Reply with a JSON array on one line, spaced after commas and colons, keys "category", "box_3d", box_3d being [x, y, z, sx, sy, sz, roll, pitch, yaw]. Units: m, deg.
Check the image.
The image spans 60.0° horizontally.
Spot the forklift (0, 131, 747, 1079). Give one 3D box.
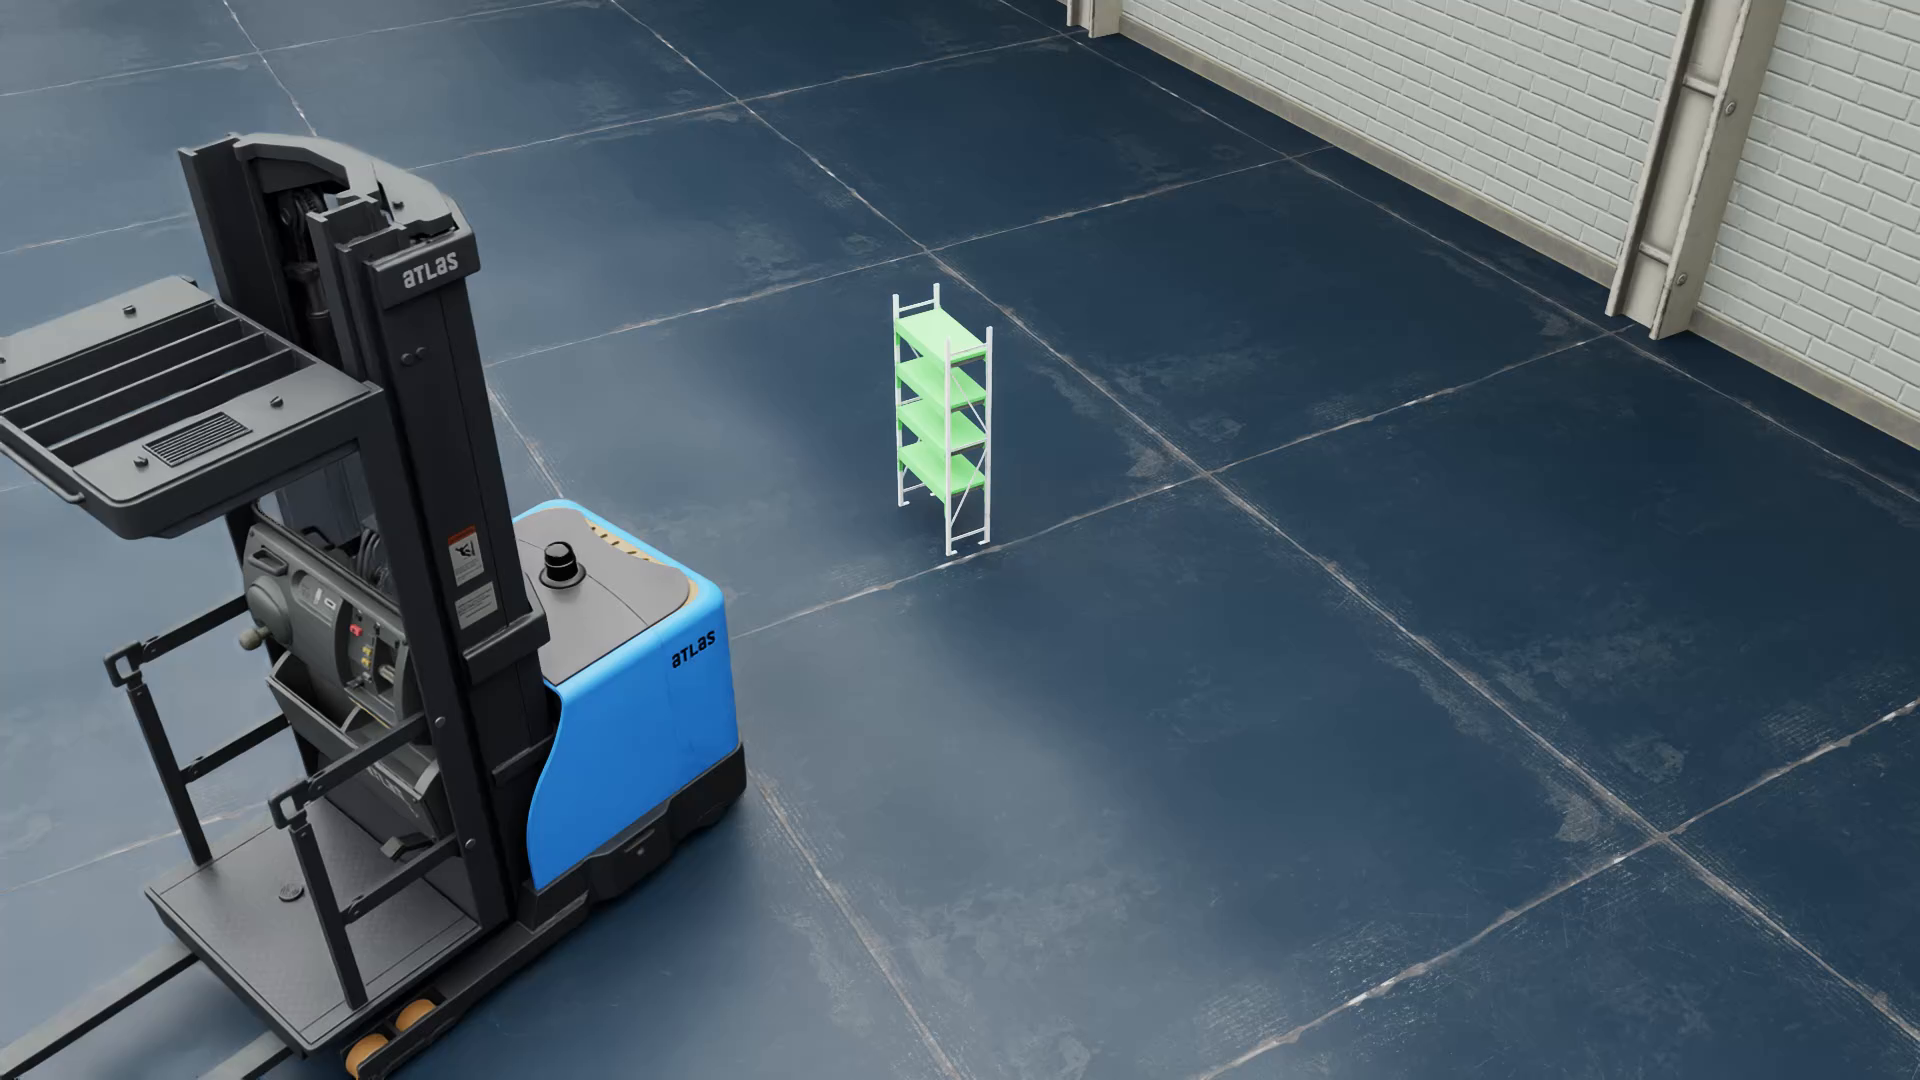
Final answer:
[{"category": "forklift", "box_3d": [-2.205, 0.340, 5.299, 1.130, 2.935, 3.031, 27, 44, 32]}]

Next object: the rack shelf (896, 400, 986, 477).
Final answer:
[{"category": "rack shelf", "box_3d": [-0.083, -0.517, 8.049, 0.258, 0.148, 0.480, -19, 40, -24]}]

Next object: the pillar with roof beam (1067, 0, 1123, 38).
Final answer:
[{"category": "pillar with roof beam", "box_3d": [-2.573, -6.749, 9.861, 9.100, 9.000, 0.400, -19, 40, -24]}]

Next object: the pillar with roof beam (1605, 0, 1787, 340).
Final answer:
[{"category": "pillar with roof beam", "box_3d": [0.441, -3.689, 5.671, 9.100, 9.000, 0.400, -19, 40, -24]}]

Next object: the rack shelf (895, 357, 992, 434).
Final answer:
[{"category": "rack shelf", "box_3d": [-0.083, -0.711, 7.908, 0.258, 0.148, 0.480, -19, 40, -24]}]

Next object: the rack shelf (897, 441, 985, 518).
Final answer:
[{"category": "rack shelf", "box_3d": [-0.083, -0.324, 8.191, 0.258, 0.148, 0.480, -19, 40, -24]}]

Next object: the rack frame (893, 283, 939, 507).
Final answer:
[{"category": "rack frame", "box_3d": [-0.206, -0.693, 8.182, 0.240, 1.200, 0.015, -19, 40, -24]}]

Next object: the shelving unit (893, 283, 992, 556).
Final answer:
[{"category": "shelving unit", "box_3d": [-0.083, -0.569, 8.012, 0.258, 1.200, 0.503, -19, 40, -24]}]

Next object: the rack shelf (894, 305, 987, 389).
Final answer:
[{"category": "rack shelf", "box_3d": [-0.083, -0.905, 7.766, 0.258, 0.148, 0.480, -19, 40, -24]}]

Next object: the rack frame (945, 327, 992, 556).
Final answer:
[{"category": "rack frame", "box_3d": [0.039, -0.445, 7.841, 0.240, 1.200, 0.015, -19, 40, -24]}]
